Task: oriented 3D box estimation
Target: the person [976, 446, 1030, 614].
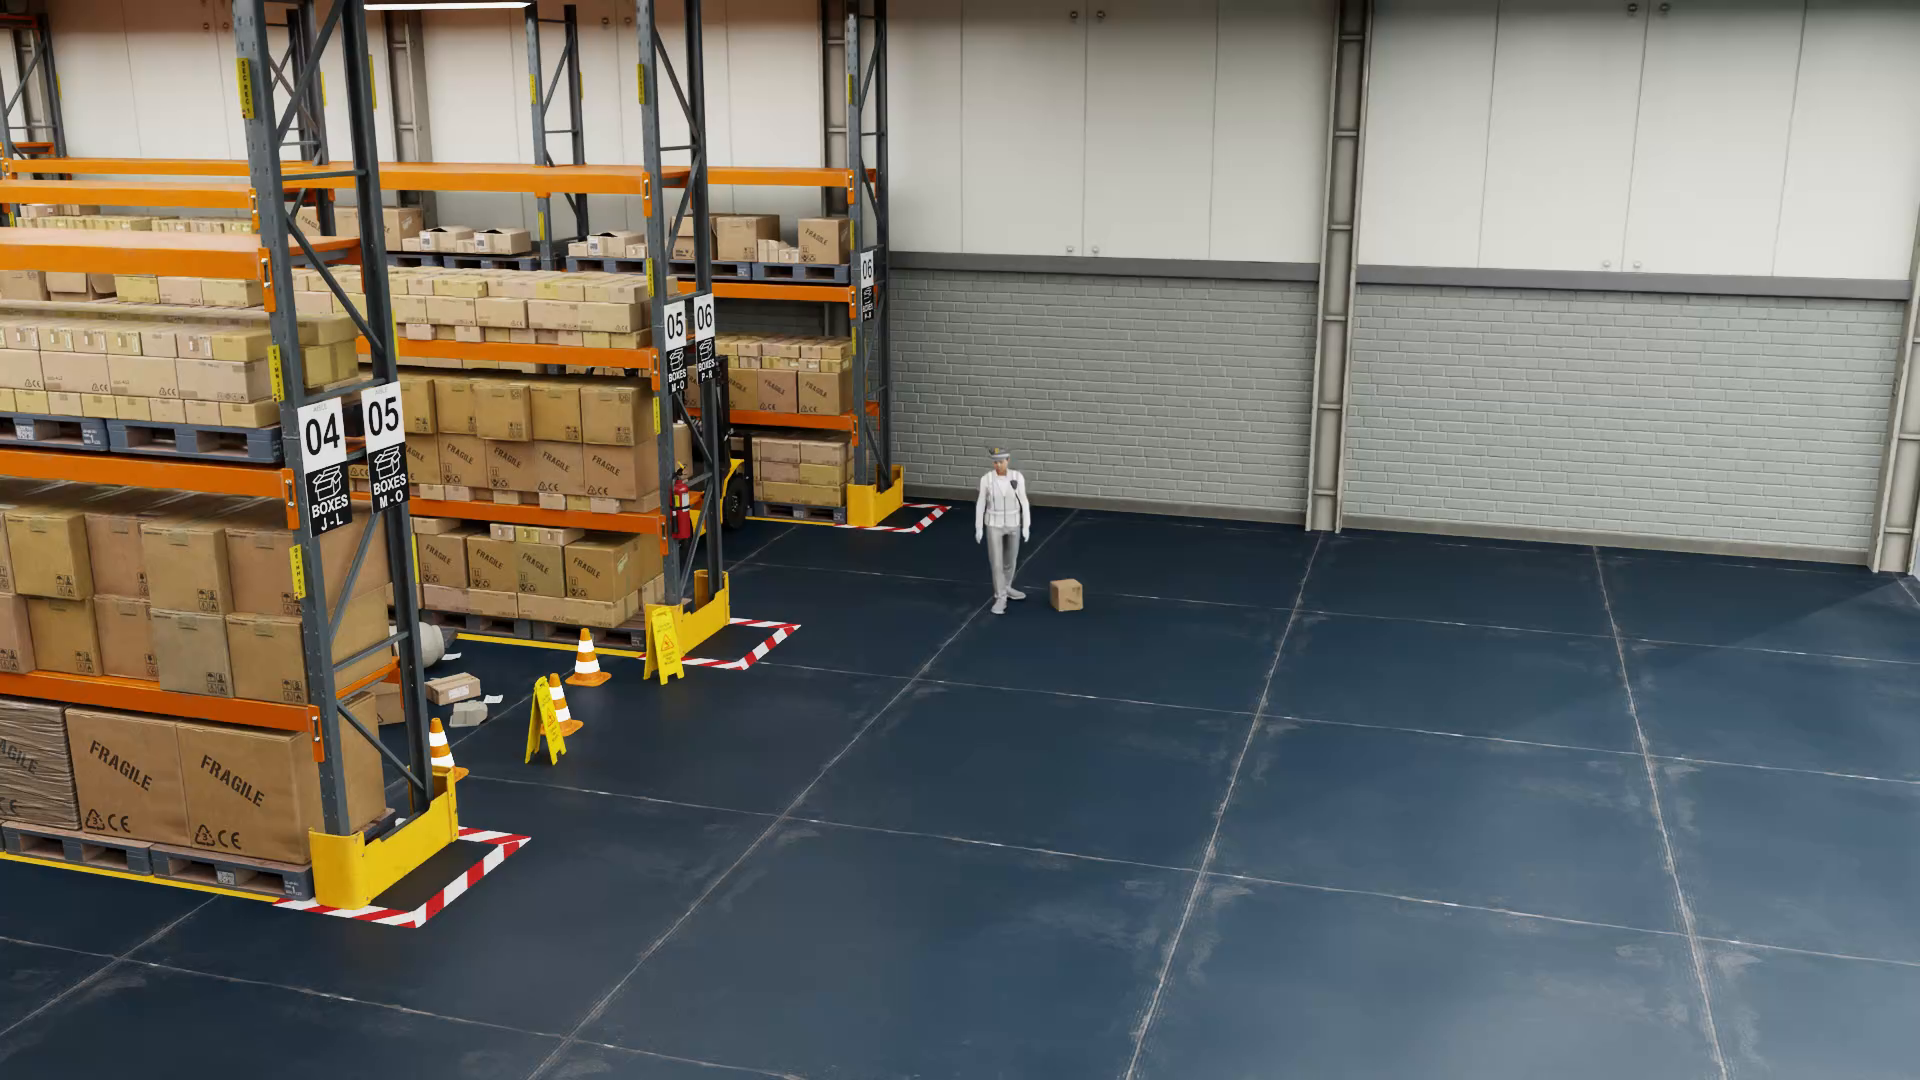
[{"bbox_3d":[0.417,-0.142,16.466,0.536,1.667,0.569,-2,15,-7],"label":"person"}]
